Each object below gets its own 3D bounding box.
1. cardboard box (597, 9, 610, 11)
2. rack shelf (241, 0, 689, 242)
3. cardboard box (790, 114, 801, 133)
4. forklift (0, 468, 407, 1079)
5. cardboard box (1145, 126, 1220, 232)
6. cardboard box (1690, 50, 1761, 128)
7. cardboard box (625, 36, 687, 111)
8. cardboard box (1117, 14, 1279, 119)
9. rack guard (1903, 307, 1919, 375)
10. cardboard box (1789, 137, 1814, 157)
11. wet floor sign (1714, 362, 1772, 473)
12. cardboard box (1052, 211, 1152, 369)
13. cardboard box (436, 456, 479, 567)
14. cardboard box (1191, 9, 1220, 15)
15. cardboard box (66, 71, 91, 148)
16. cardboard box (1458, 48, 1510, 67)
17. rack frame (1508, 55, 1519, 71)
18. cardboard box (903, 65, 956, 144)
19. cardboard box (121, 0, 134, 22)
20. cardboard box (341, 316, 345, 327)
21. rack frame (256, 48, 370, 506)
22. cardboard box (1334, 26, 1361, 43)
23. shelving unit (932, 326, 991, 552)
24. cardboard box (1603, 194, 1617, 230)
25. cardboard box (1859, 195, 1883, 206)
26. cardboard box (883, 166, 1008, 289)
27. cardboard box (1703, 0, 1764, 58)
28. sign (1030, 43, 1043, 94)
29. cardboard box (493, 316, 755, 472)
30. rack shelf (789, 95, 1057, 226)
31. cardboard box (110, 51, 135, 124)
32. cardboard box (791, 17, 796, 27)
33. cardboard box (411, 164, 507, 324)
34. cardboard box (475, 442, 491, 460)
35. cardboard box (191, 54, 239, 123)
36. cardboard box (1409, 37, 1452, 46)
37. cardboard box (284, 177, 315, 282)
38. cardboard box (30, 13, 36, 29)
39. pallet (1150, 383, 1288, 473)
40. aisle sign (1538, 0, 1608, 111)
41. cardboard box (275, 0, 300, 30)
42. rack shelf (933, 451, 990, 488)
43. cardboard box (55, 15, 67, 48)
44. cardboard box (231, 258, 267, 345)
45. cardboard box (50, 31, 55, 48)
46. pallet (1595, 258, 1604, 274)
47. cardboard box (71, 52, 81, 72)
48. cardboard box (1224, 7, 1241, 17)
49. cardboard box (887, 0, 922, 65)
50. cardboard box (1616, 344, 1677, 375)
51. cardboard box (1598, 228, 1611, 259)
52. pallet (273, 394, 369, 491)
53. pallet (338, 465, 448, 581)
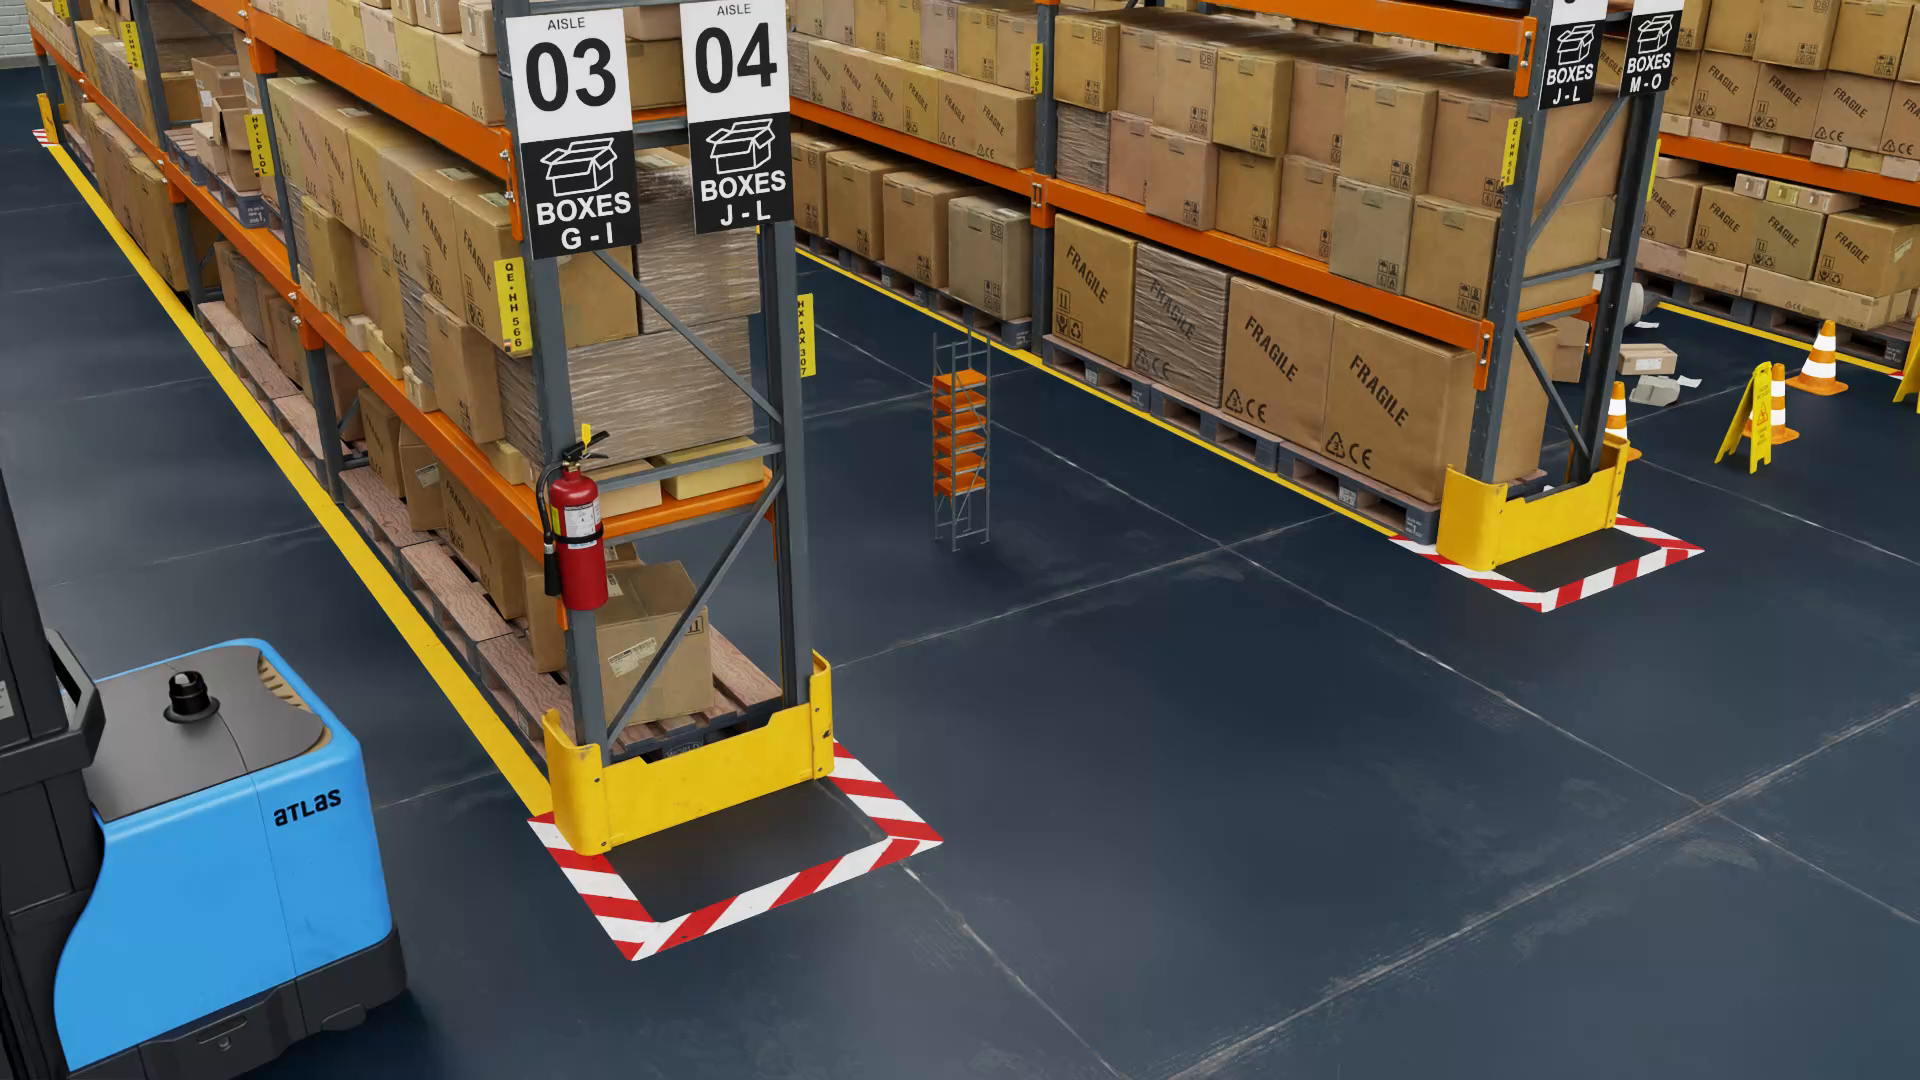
[{"bbox_3d":[-1.317,-2.061,6.297,0.380,0.149,0.250,-16,30,-30],"label":"cardboard box"},{"bbox_3d":[-2.151,-2.009,7.321,1.077,0.370,4.000,-16,29,-30],"label":"rack shelf"},{"bbox_3d":[-1.808,-3.826,15.399,0.500,0.250,0.500,-16,30,-31],"label":"cardboard box"},{"bbox_3d":[-3.393,0.535,4.684,3.031,2.935,1.130,-19,31,-35],"label":"forklift"},{"bbox_3d":[1.695,-2.340,10.517,0.875,0.550,0.550,-16,29,-30],"label":"cardboard box"},{"bbox_3d":[5.916,-3.427,12.531,0.500,0.500,0.500,-15,29,-29],"label":"cardboard box"},{"bbox_3d":[-1.105,-1.784,6.177,0.500,0.250,0.500,-15,29,-28],"label":"cardboard box"},{"bbox_3d":[1.539,-3.060,10.777,0.875,0.550,0.550,-16,29,-30],"label":"cardboard box"},{"bbox_3d":[7.203,-1.469,11.776,1.175,0.500,0.348,-16,29,-30],"label":"rack guard"},{"bbox_3d":[6.320,-2.913,12.202,0.380,0.149,0.250,-15,29,-29],"label":"cardboard box"},{"bbox_3d":[4.827,-0.769,10.123,0.267,0.644,0.232,-22,33,-38],"label":"wet floor sign"},{"bbox_3d":[1.253,-1.801,11.548,0.875,0.875,0.875,-15,29,-29],"label":"cardboard box"},{"bbox_3d":[-2.334,-0.194,8.583,0.500,0.500,0.500,-19,31,-34],"label":"cardboard box"},{"bbox_3d":[2.383,-5.486,17.533,0.500,0.250,0.500,-17,30,-31],"label":"cardboard box"},{"bbox_3d":[-8.880,-4.679,17.644,0.875,0.875,0.875,-16,29,-30],"label":"cardboard box"},{"bbox_3d":[4.548,-4.199,14.433,0.380,0.149,0.250,-15,29,-29],"label":"cardboard box"},{"bbox_3d":[5.061,-4.003,14.215,1.000,3.000,0.127,-16,29,-30],"label":"rack frame"},{"bbox_3d":[-0.092,-3.344,12.703,0.500,0.500,0.500,-15,29,-29],"label":"cardboard box"},{"bbox_3d":[-6.165,-4.122,13.176,0.797,0.503,0.637,-15,29,-28],"label":"cardboard box"},{"bbox_3d":[-2.948,-1.170,8.509,0.380,0.149,0.250,-16,29,-30],"label":"cardboard box"},{"bbox_3d":[-3.243,-1.693,9.323,1.000,3.000,0.127,-16,29,-30],"label":"rack frame"},{"bbox_3d":[3.740,-4.761,15.624,0.380,0.149,0.250,-15,29,-28],"label":"cardboard box"},{"bbox_3d":[0.008,-0.537,8.983,0.258,1.200,0.189,-16,29,-30],"label":"shelving unit"},{"bbox_3d":[5.459,-2.826,13.573,0.500,0.500,0.500,-14,29,-28],"label":"cardboard box"},{"bbox_3d":[6.733,-2.405,12.681,0.500,0.500,0.500,-17,30,-31],"label":"cardboard box"},{"bbox_3d":[0.031,-2.533,13.245,1.050,0.750,0.750,-16,29,-30],"label":"cardboard box"},{"bbox_3d":[5.992,-3.888,12.335,0.700,0.500,0.500,-16,29,-30],"label":"cardboard box"},{"bbox_3d":[0.519,-3.171,11.190,0.100,0.325,0.005,-16,29,-30],"label":"sign"},{"bbox_3d":[-1.336,-0.645,6.638,0.875,0.500,0.500,-16,29,-30],"label":"cardboard box"},{"bbox_3d":[-0.123,-3.203,13.364,1.077,0.370,4.000,-16,29,-30],"label":"rack shelf"},{"bbox_3d":[-6.457,-3.653,13.357,0.500,0.500,0.500,-17,30,-31],"label":"cardboard box"},{"bbox_3d":[-1.311,-4.674,15.092,0.380,0.149,0.250,-14,29,-27],"label":"cardboard box"},{"bbox_3d":[-1.844,-1.211,6.665,0.500,0.500,0.500,-16,29,-30],"label":"cardboard box"},{"bbox_3d":[-1.827,-0.463,7.011,0.380,0.149,0.250,-16,29,-30],"label":"cardboard box"},{"bbox_3d":[-5.098,-3.175,11.854,0.500,0.500,0.500,-20,32,-36],"label":"cardboard box"},{"bbox_3d":[4.344,-4.661,14.653,0.500,0.500,0.500,-15,29,-29],"label":"cardboard box"},{"bbox_3d":[-3.049,-1.698,8.867,0.875,0.500,0.500,-16,29,-30],"label":"cardboard box"},{"bbox_3d":[-9.735,-5.577,17.843,0.380,0.149,0.250,-16,30,-30],"label":"cardboard box"},{"bbox_3d":[1.988,-0.825,10.751,1.003,0.211,1.213,-16,29,-30],"label":"pallet"},{"bbox_3d":[2.939,-2.463,7.908,0.394,0.787,0.004,-16,29,-30],"label":"aisle sign"},{"bbox_3d":[-2.918,-2.573,7.849,0.500,0.250,0.500,-16,30,-30],"label":"cardboard box"},{"bbox_3d":[0.008,-0.389,9.053,0.258,0.103,0.180,-16,29,-30],"label":"rack shelf"},{"bbox_3d":[-8.355,-4.903,15.949,0.500,0.250,0.500,-15,29,-28],"label":"cardboard box"},{"bbox_3d":[-4.730,-1.762,11.882,0.700,0.500,0.500,-18,31,-34],"label":"cardboard box"},{"bbox_3d":[-8.891,-5.025,16.674,0.380,0.149,0.250,-15,29,-29],"label":"cardboard box"},{"bbox_3d":[5.457,-2.510,14.319,1.003,0.211,1.213,-16,29,-30],"label":"pallet"},{"bbox_3d":[-8.051,-4.474,15.508,0.380,0.149,0.250,-15,29,-29],"label":"cardboard box"},{"bbox_3d":[2.899,-5.350,16.872,0.380,0.149,0.250,-17,30,-32],"label":"cardboard box"},{"bbox_3d":[-0.140,-4.032,12.989,0.700,0.500,0.500,-16,30,-30],"label":"cardboard box"},{"bbox_3d":[4.837,-1.281,11.789,0.380,0.149,0.250,-1,25,-3],"label":"cardboard box"},{"bbox_3d":[5.457,-2.487,13.734,0.500,0.250,0.500,-14,29,-27],"label":"cardboard box"},{"bbox_3d":[-3.669,-0.710,10.508,1.003,0.211,1.213,-16,29,-30],"label":"pallet"},{"bbox_3d":[-2.846,-0.200,9.427,1.003,0.211,1.213,-16,29,-30],"label":"pallet"}]
